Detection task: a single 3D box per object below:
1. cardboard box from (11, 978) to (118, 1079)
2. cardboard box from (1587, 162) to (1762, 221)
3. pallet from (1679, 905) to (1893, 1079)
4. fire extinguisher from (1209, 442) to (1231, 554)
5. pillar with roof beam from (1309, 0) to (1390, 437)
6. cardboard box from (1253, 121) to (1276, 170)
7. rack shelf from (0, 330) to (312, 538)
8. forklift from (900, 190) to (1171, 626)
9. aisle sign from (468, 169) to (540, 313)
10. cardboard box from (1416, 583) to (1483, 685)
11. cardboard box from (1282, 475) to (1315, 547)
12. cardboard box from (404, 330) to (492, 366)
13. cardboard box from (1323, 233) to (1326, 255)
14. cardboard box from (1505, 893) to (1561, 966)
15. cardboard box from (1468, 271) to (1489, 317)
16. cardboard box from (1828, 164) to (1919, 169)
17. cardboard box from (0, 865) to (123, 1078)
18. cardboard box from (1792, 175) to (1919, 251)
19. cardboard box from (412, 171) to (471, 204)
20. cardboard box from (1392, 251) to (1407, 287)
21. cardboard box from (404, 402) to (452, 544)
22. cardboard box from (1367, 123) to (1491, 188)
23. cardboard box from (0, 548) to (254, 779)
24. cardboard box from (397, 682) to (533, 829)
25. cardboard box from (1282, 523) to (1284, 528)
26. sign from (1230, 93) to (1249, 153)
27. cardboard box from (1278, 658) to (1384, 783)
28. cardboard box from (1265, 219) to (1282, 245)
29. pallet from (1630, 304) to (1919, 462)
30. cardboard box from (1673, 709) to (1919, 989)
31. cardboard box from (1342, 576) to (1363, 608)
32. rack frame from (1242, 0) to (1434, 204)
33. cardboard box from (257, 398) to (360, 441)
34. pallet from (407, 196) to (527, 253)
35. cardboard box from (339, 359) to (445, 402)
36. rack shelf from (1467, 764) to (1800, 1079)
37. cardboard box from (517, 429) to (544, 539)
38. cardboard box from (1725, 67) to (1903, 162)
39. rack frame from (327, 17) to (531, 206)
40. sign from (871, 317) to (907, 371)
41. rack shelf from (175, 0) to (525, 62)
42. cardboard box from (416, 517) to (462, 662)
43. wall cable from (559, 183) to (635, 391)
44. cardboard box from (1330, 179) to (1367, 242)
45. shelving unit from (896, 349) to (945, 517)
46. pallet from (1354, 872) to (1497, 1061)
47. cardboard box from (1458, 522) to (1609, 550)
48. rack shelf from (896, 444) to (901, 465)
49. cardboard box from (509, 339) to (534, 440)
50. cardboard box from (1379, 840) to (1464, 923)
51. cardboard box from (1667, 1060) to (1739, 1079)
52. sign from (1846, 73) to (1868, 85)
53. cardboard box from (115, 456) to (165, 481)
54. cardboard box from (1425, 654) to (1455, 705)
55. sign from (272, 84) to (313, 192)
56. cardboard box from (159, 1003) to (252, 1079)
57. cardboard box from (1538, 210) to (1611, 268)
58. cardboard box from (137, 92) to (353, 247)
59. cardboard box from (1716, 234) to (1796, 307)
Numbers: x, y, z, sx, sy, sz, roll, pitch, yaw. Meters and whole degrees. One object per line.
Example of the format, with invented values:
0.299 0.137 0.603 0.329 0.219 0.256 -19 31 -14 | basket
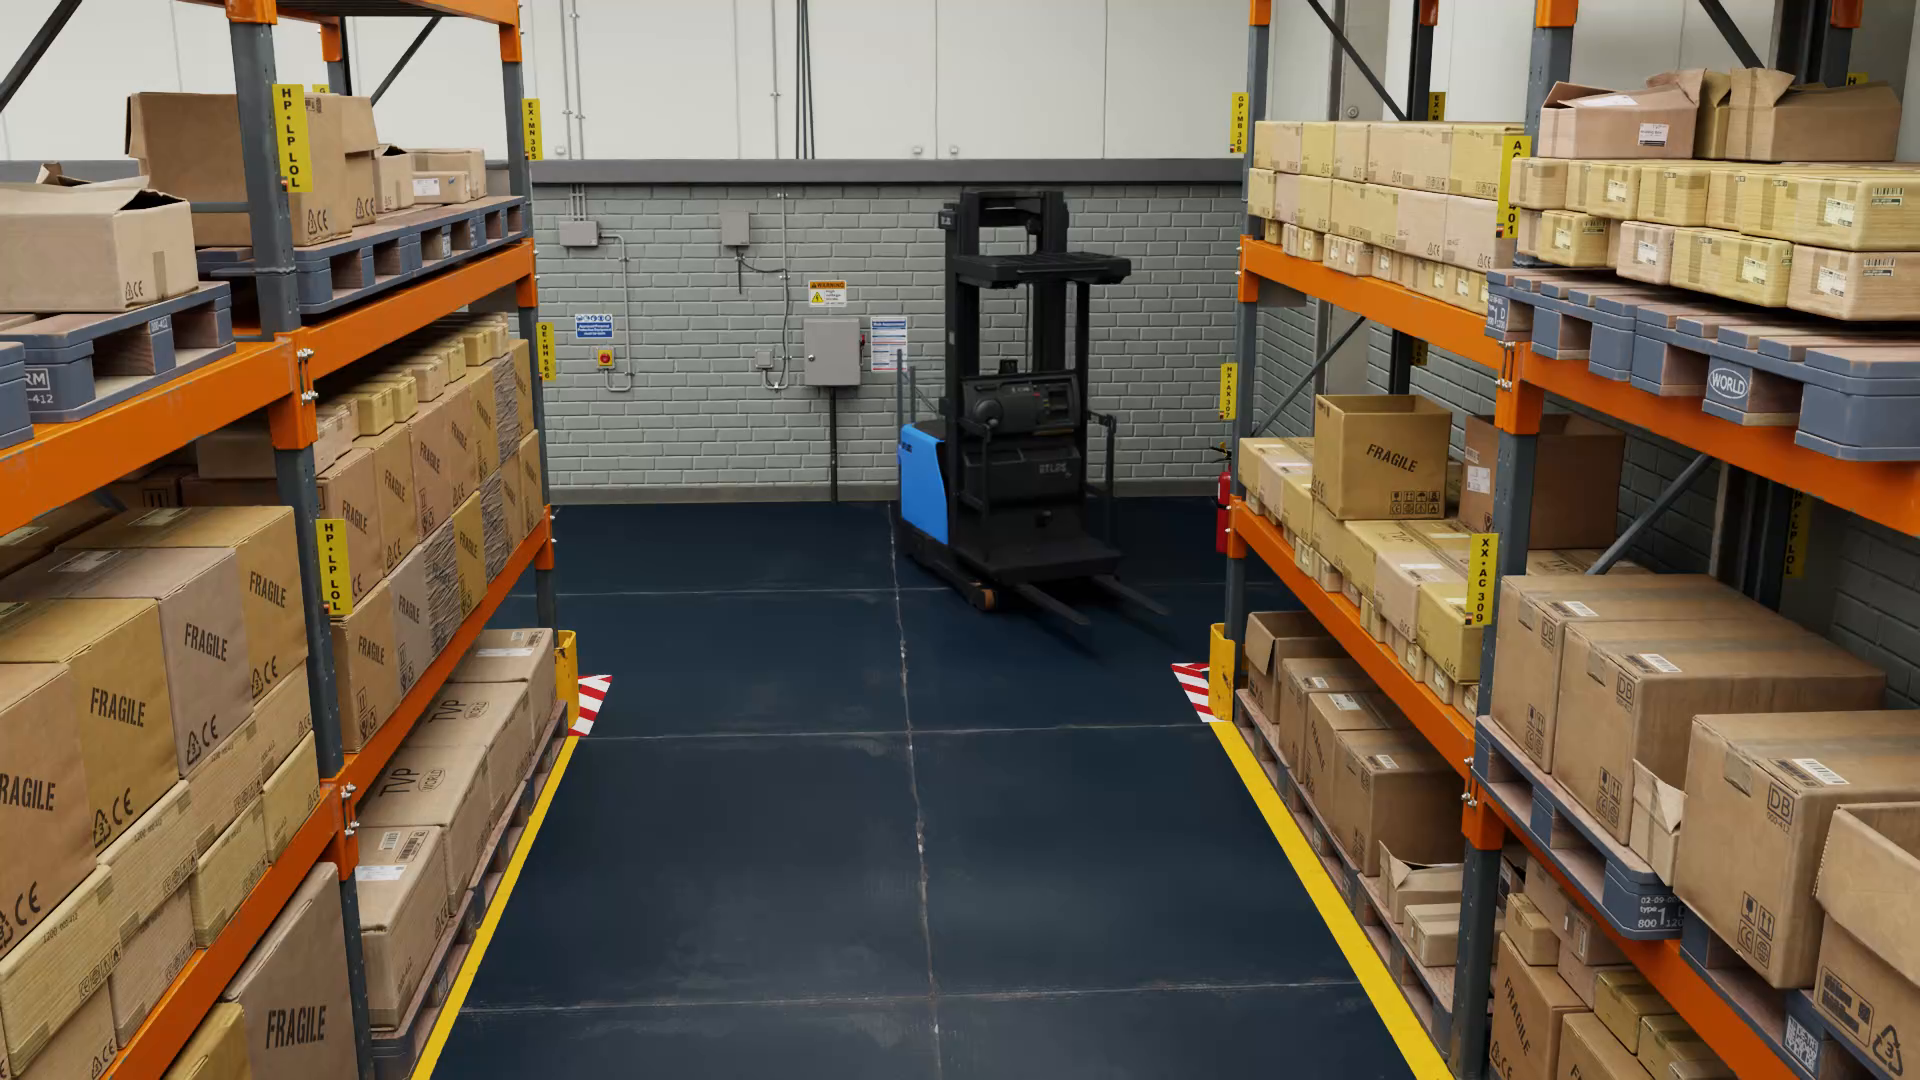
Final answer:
-2.252 1.184 3.704 0.500 0.250 0.500 -1 14 -3 | cardboard box
1.986 -0.971 4.625 0.380 0.149 0.250 -1 14 -4 | cardboard box
2.467 1.150 3.923 1.003 0.211 1.213 -1 14 -3 | pallet
1.626 -0.260 9.922 0.296 0.674 0.183 -1 14 -3 | fire extinguisher
-1.468 -3.972 11.406 9.100 9.000 0.400 -1 14 -3 | pillar with roof beam
1.873 -2.101 8.854 0.500 0.250 0.500 -1 14 -4 | cardboard box
-2.486 0.016 3.367 1.077 0.370 4.000 -1 14 -3 | rack shelf
0.540 -1.023 12.118 1.130 2.935 3.031 -6 16 -22 | forklift
-2.553 -1.653 9.215 0.394 0.787 0.004 -1 14 -3 | aisle sign
2.069 0.351 6.345 0.500 0.250 0.500 -1 14 -2 | cardboard box
1.921 -0.152 8.302 0.500 0.250 0.500 -1 14 -4 | cardboard box
-2.522 -0.943 8.163 0.380 0.149 0.250 -1 14 -2 | cardboard box
1.938 -1.379 7.851 0.380 0.149 0.250 -1 14 -4 | cardboard box
2.100 1.332 5.701 0.380 0.149 0.250 0 14 -1 | cardboard box
2.027 -0.870 5.873 0.380 0.149 0.250 -1 14 -4 | cardboard box
2.548 -0.918 4.417 0.380 0.149 0.250 0 14 -2 | cardboard box
-2.215 0.940 3.652 0.500 0.250 0.500 -1 14 -2 | cardboard box
2.079 -0.718 3.641 0.380 0.149 0.250 -1 14 -3 | cardboard box
-2.634 -1.741 8.213 0.380 0.149 0.250 -2 15 -8 | cardboard box
2.009 -1.126 6.868 0.380 0.149 0.250 0 14 -2 | cardboard box
-2.443 -0.285 6.906 0.500 0.500 0.500 -1 14 -2 | cardboard box
2.009 -1.595 6.885 0.500 0.250 0.500 -1 14 -2 | cardboard box
-2.292 0.326 4.531 0.500 0.500 0.500 -1 14 -2 | cardboard box
-2.652 1.056 8.201 0.875 0.438 0.875 0 14 -2 | cardboard box
1.955 -0.114 8.954 0.380 0.149 0.250 -1 14 -4 | cardboard box
1.554 -2.317 9.237 0.100 0.325 0.005 -1 14 -3 | sign
2.053 0.925 8.586 0.700 0.500 0.500 0 14 -1 | cardboard box
1.884 -1.697 9.087 0.380 0.149 0.250 -1 14 -2 | cardboard box
2.381 -0.395 3.898 1.213 0.211 1.003 -1 14 -3 | pallet
2.231 0.742 4.081 0.700 0.500 0.500 -1 14 -4 | cardboard box
1.994 0.208 7.703 0.380 0.149 0.250 -1 14 -4 | cardboard box
2.096 -3.354 9.004 1.000 3.000 0.127 -1 14 -3 | rack frame
-2.460 -0.432 6.178 0.380 0.149 0.250 -1 14 -4 | cardboard box
-2.802 -1.597 8.371 1.003 0.211 1.213 -1 14 -3 | pallet
-2.446 -0.685 7.160 0.380 0.149 0.250 -1 14 -3 | cardboard box
2.468 1.392 4.042 1.077 0.370 4.000 -1 14 -3 | rack shelf
-2.564 -0.304 8.988 0.500 0.500 0.500 -1 14 -3 | cardboard box
2.481 -1.241 4.844 0.396 0.266 0.258 -1 14 -3 | cardboard box
-2.858 -3.277 8.703 1.000 3.000 0.127 -1 14 -3 | rack frame
-0.645 -1.783 15.126 0.329 0.494 0.001 -1 14 -3 | sign
-2.734 -2.237 6.909 1.077 0.370 4.000 -1 14 -3 | rack shelf
-2.429 0.205 7.009 0.500 0.500 0.500 -1 14 -3 | cardboard box
-3.231 -2.281 14.769 0.585 1.953 0.123 -1 14 -3 | wall cable
1.977 -1.477 7.430 0.500 0.250 0.500 -1 14 -4 | cardboard box
-0.230 -0.818 14.194 0.538 1.500 1.048 -2 15 -8 | shelving unit
2.302 1.725 6.897 1.003 0.211 1.213 -1 14 -3 | pallet
2.515 0.094 7.345 0.500 0.250 0.500 -1 14 -2 | cardboard box
-0.230 -0.643 14.239 0.538 0.185 1.000 -2 15 -8 | rack shelf
-2.590 -0.788 8.862 0.500 0.500 0.500 0 14 -2 | cardboard box
1.994 1.444 7.040 0.396 0.266 0.258 0 14 -1 | cardboard box
2.231 1.594 4.683 0.380 0.149 0.250 -1 14 -4 | cardboard box
2.898 -1.358 5.435 0.100 0.325 0.005 -1 14 -3 | sign
-2.947 -0.295 5.645 0.380 0.149 0.250 -1 14 -5 | cardboard box
2.034 0.528 6.460 0.380 0.149 0.250 0 14 -2 | cardboard box
-2.069 -1.243 5.149 0.100 0.325 0.005 -1 14 -3 | sign
-2.428 1.826 4.329 0.875 0.875 0.875 0 14 -2 | cardboard box
1.947 -0.892 4.913 0.380 0.149 0.250 -1 14 -3 | cardboard box
-2.437 -1.279 5.714 0.500 0.500 0.500 -1 14 -2 | cardboard box
2.038 -0.639 3.933 0.380 0.149 0.250 -1 14 -2 | cardboard box
